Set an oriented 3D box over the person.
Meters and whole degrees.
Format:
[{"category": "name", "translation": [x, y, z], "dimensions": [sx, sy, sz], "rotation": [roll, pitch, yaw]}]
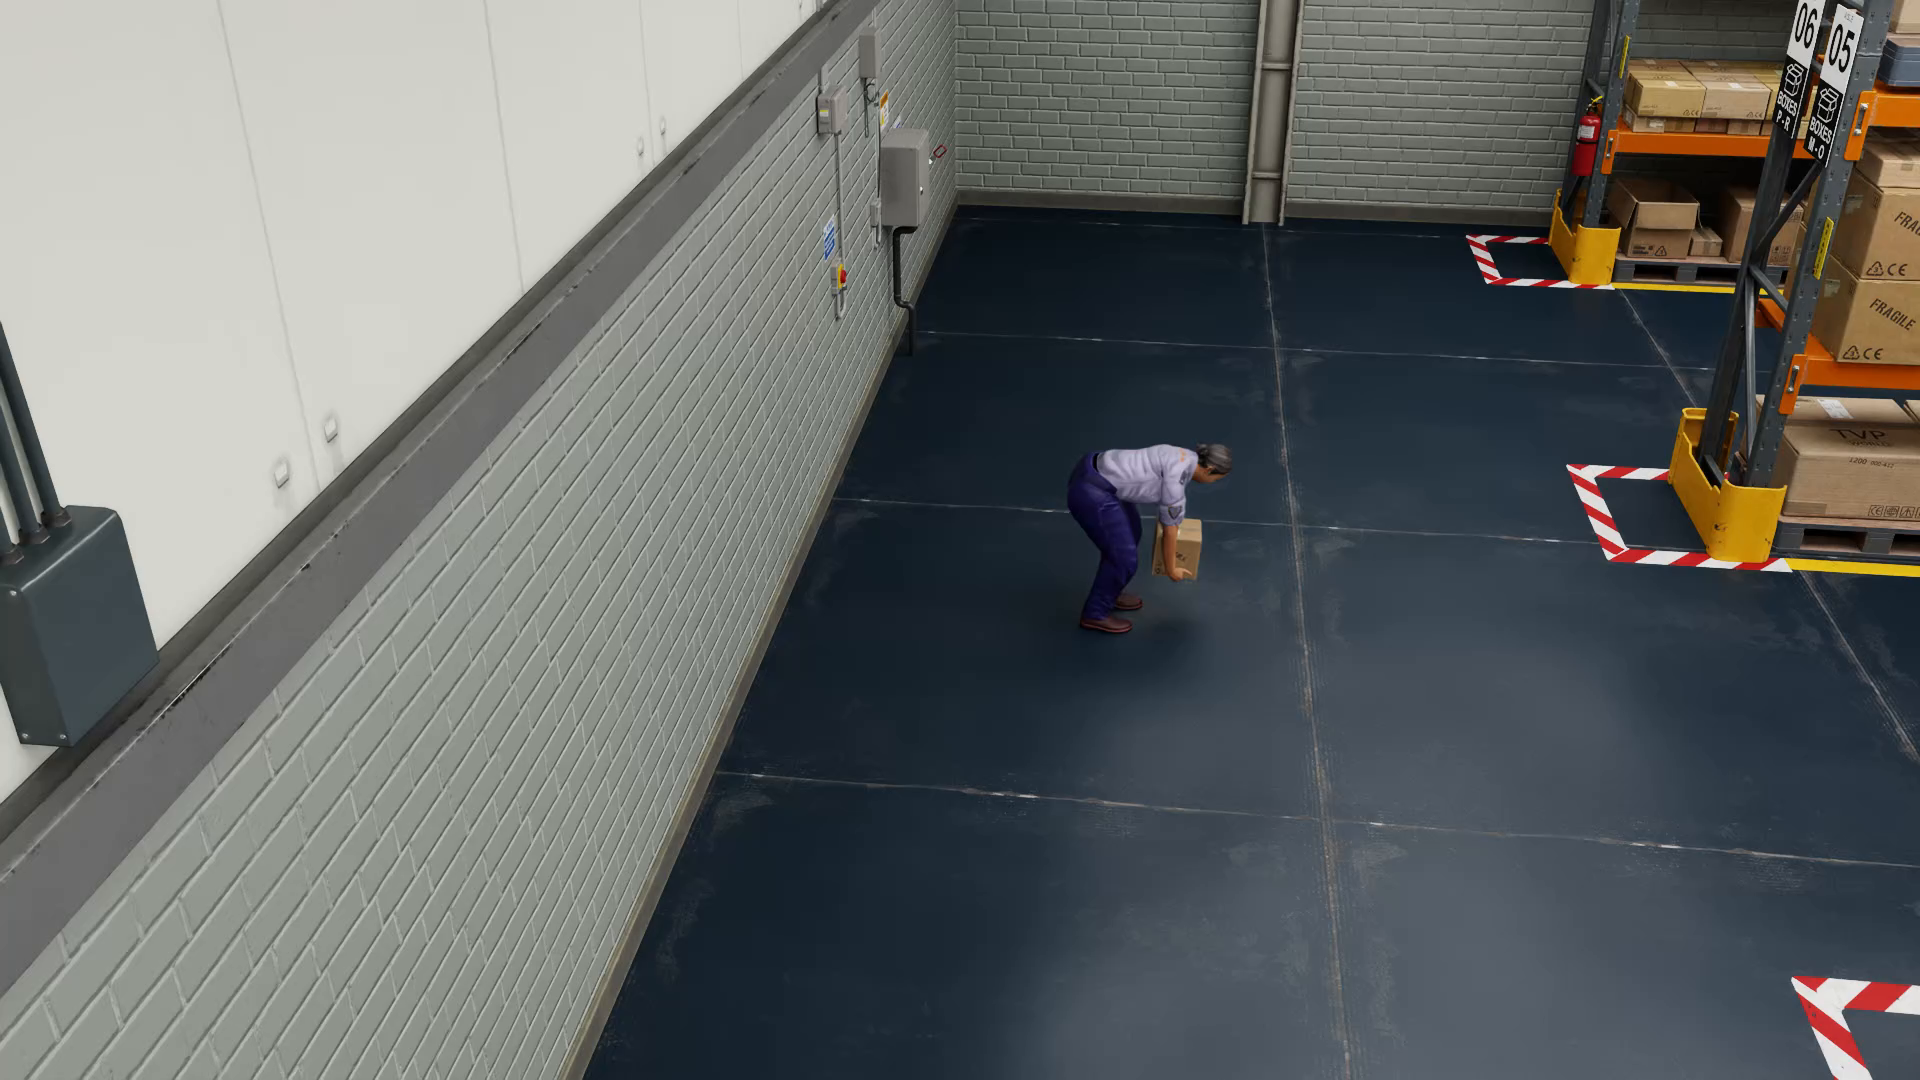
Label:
[{"category": "person", "translation": [1.040, -0.030, 9.286], "dimensions": [0.898, 1.088, 0.459], "rotation": [3, 29, 5]}]
